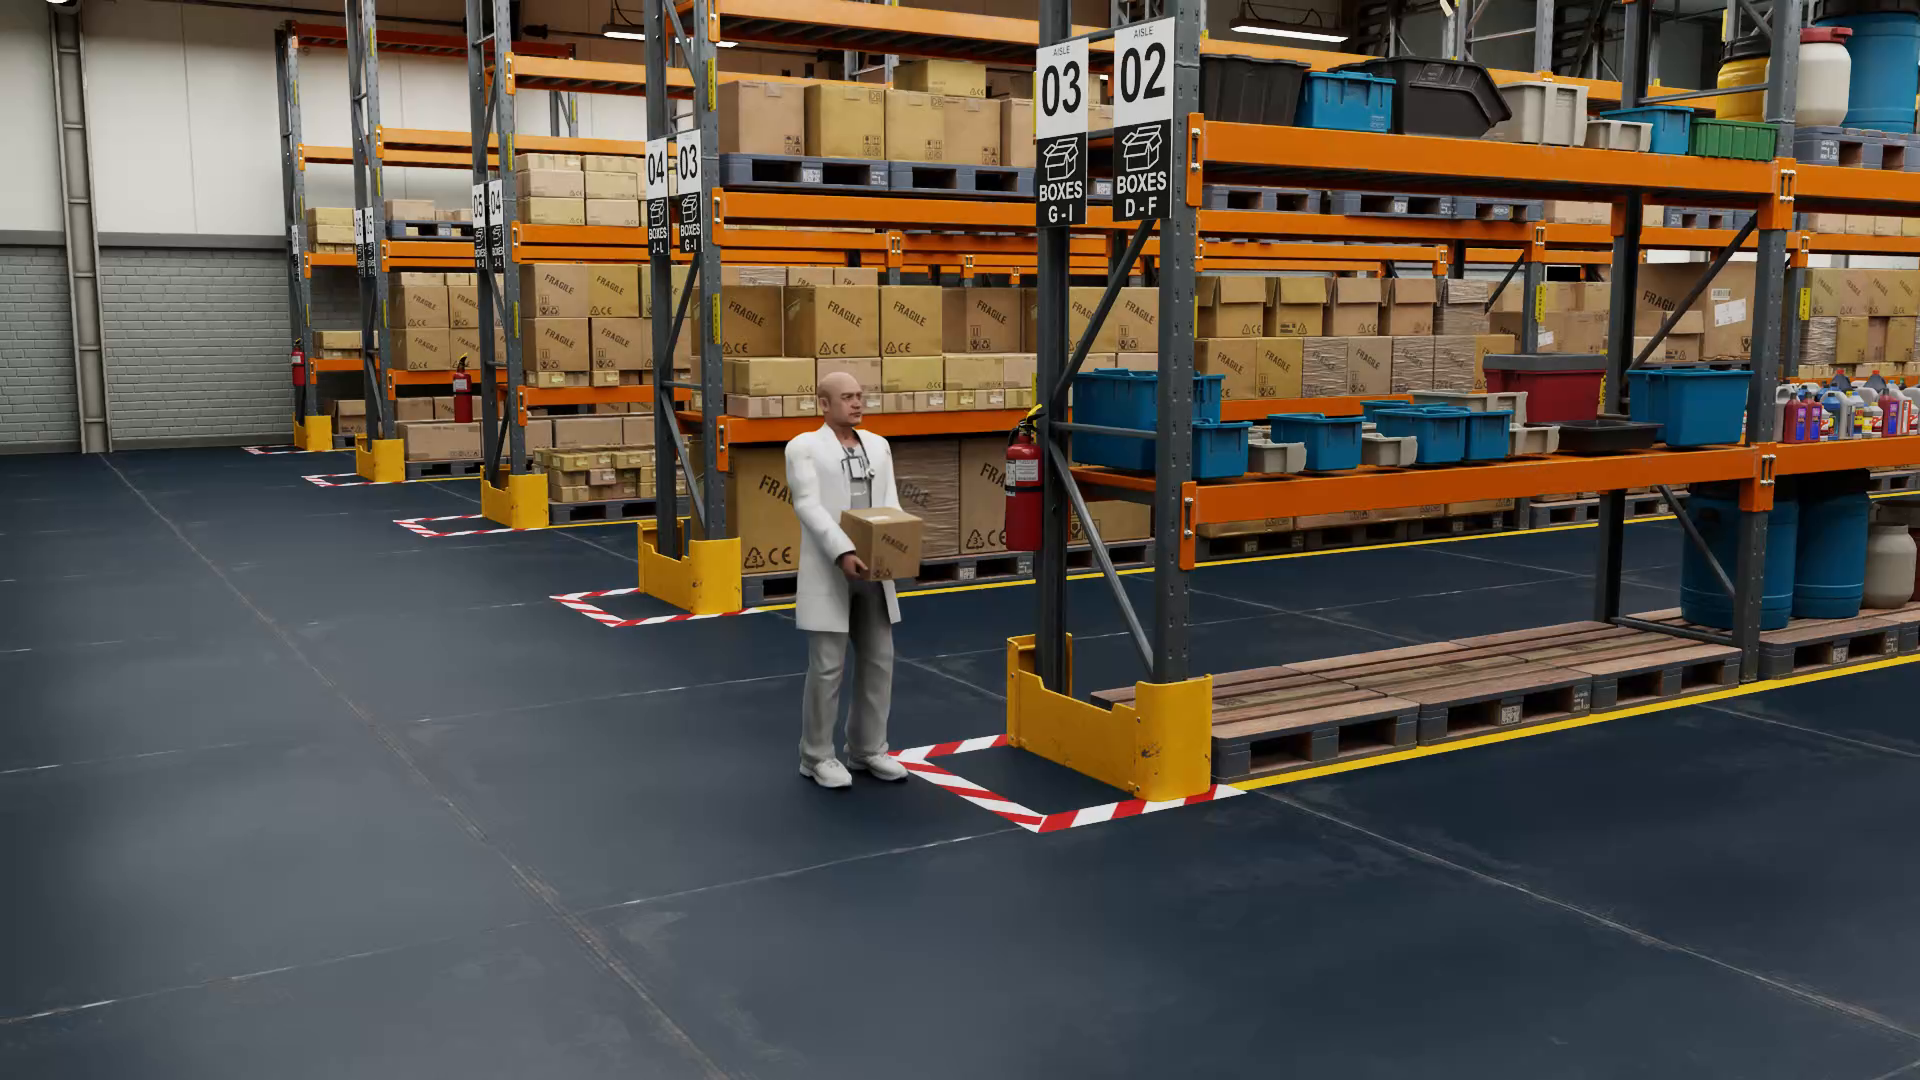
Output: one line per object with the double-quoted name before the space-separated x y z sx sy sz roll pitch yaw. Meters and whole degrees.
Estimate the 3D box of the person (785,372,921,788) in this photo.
"person" -0.436 0.171 7.171 0.528 1.775 0.556 -6 10 -36
